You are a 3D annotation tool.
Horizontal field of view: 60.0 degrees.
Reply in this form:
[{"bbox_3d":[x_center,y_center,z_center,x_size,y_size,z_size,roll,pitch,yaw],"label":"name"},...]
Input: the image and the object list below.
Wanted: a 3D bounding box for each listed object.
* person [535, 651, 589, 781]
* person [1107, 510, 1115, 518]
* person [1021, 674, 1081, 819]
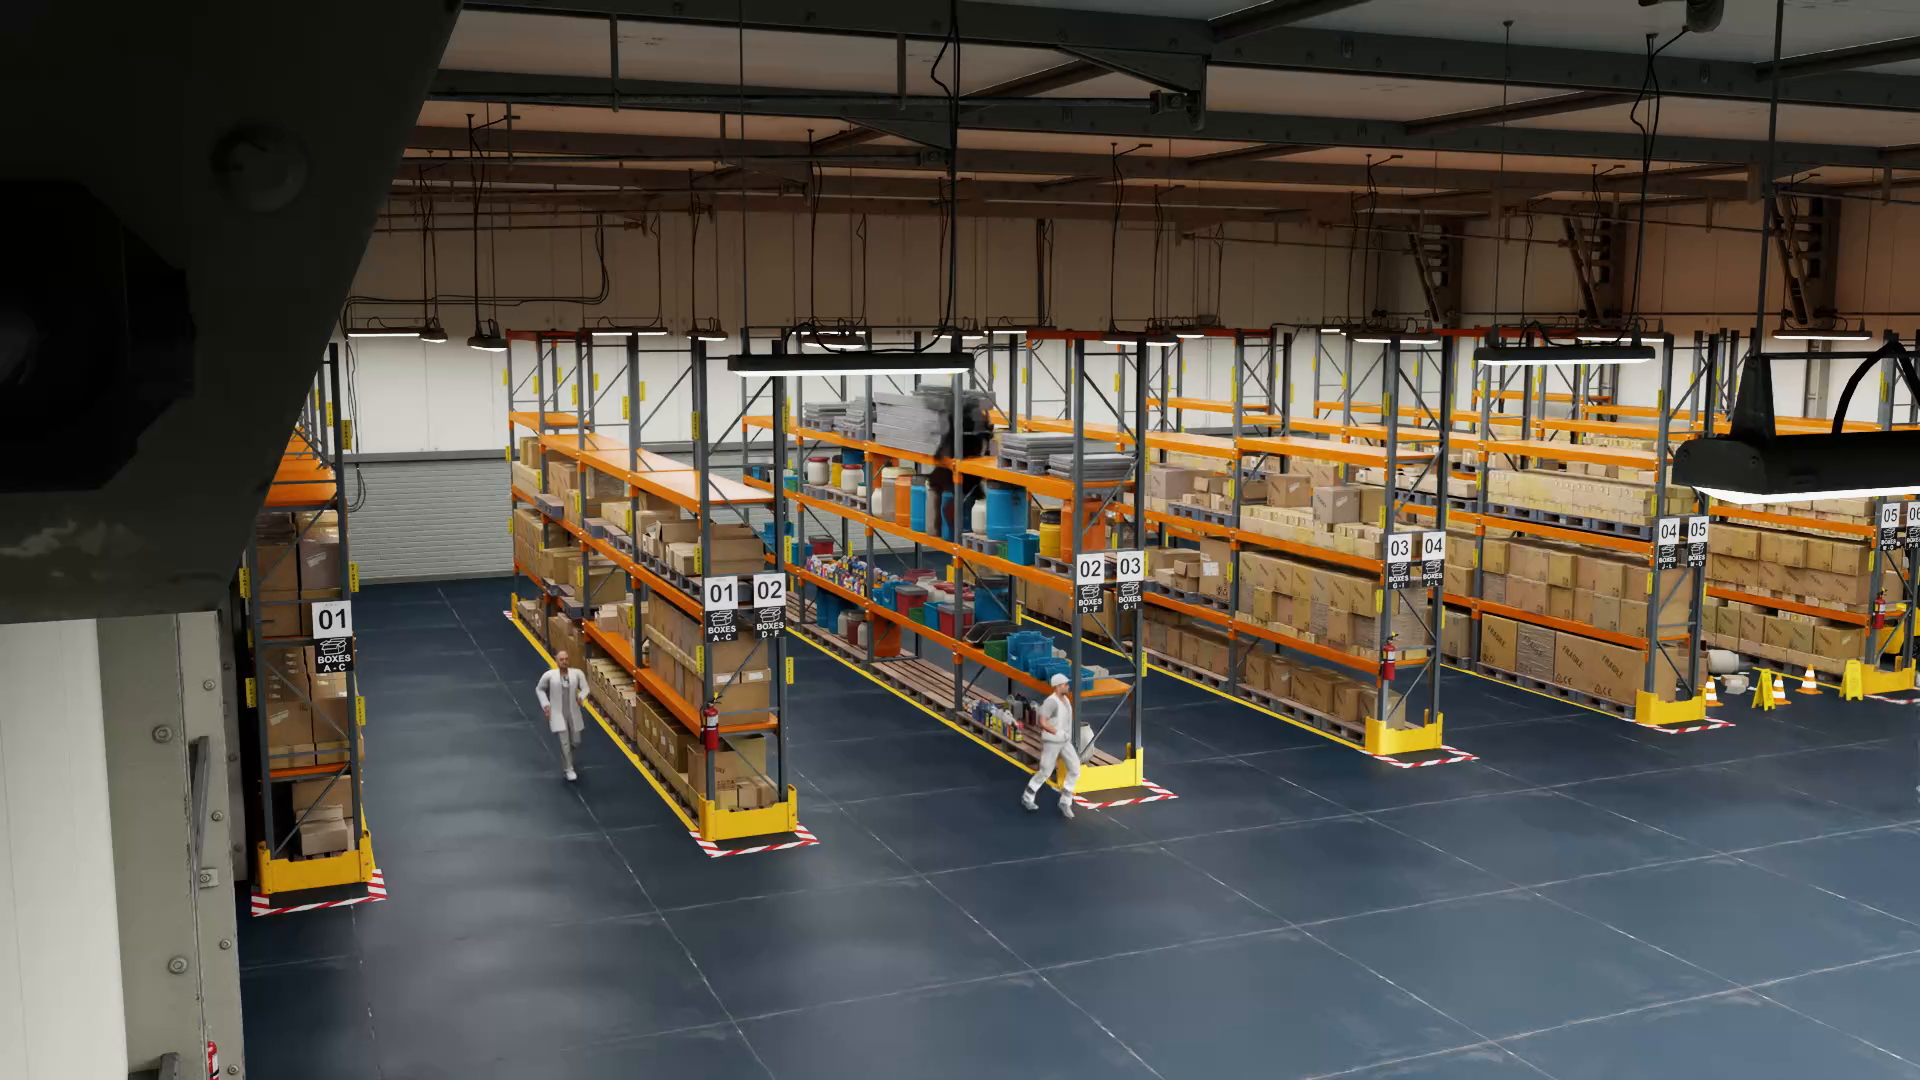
[{"bbox_3d":[-5.426,2.375,22.780,0.709,1.742,0.798,-3,9,-24],"label":"person"},{"bbox_3d":[3.773,-0.105,41.050,0.678,1.804,0.673,-5,9,-32],"label":"person"},{"bbox_3d":[1.230,2.595,21.171,0.723,1.803,0.722,6,10,37],"label":"person"}]
